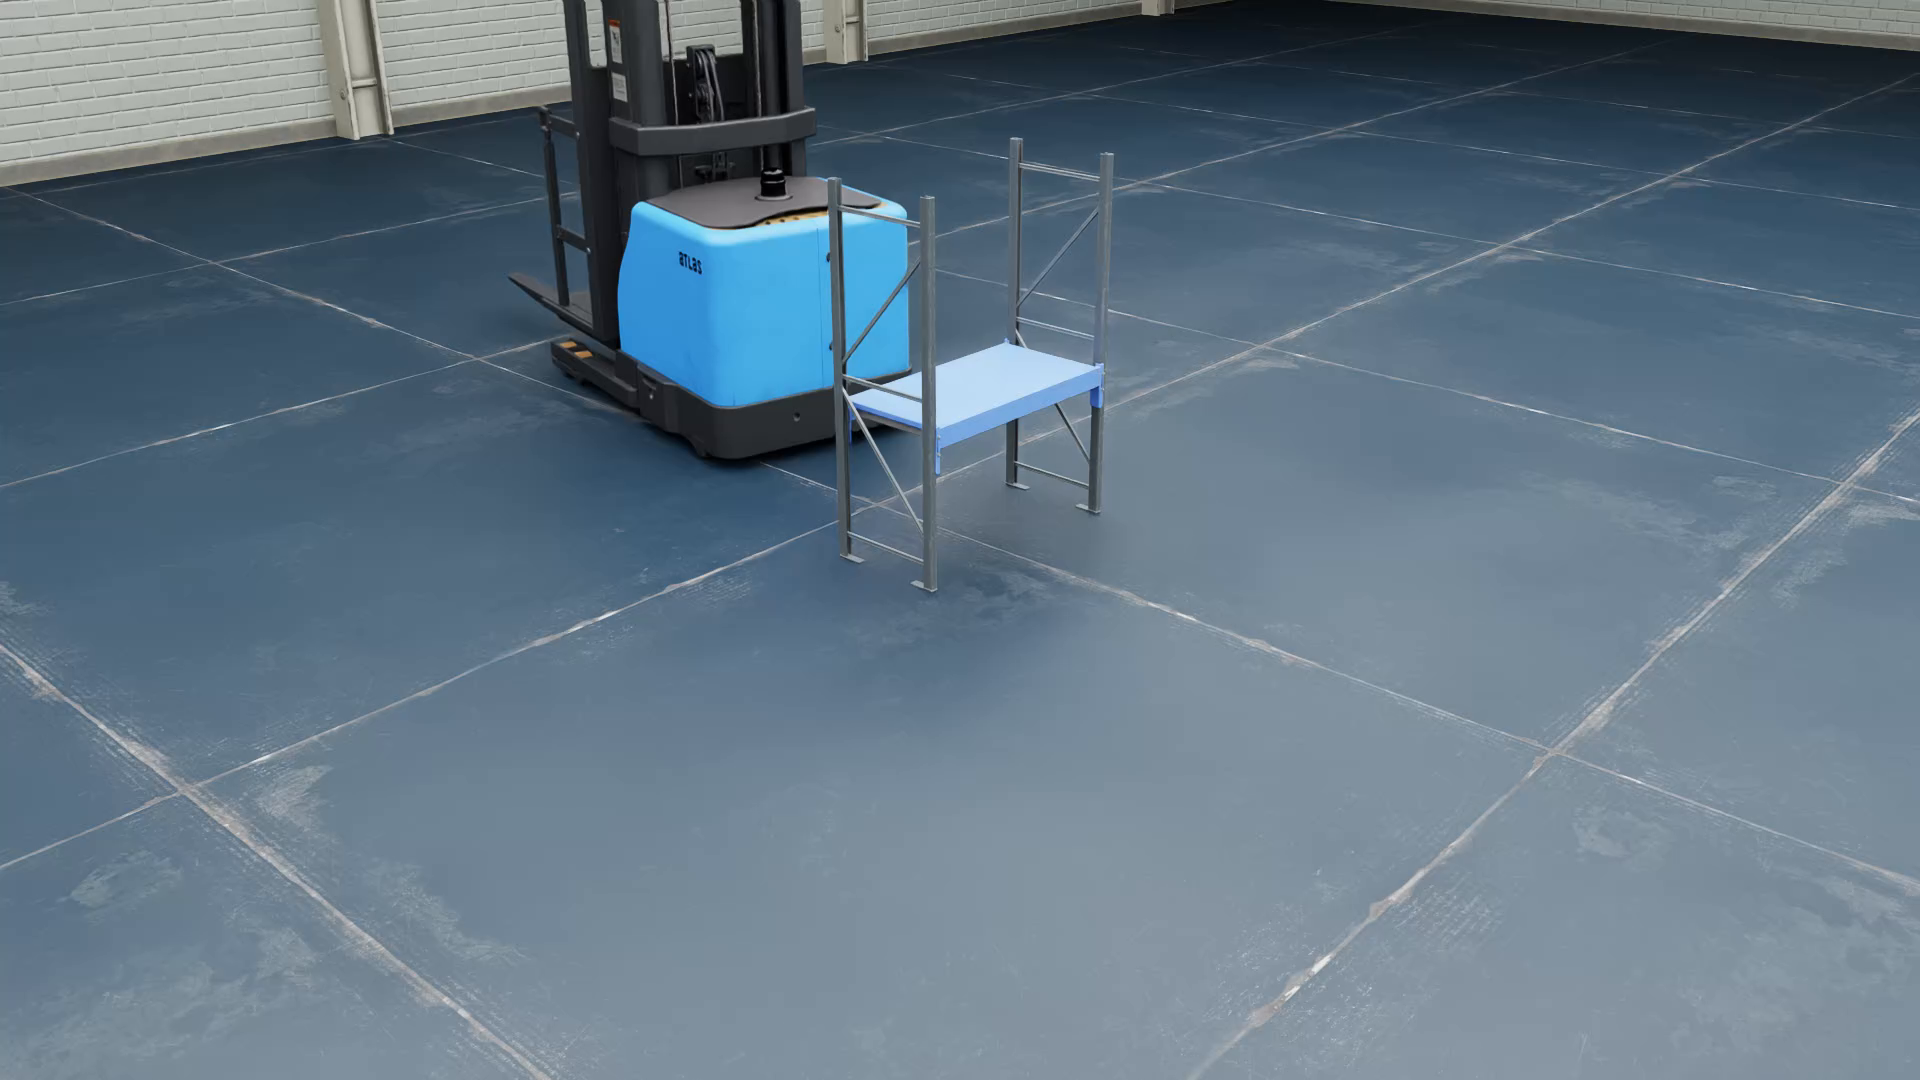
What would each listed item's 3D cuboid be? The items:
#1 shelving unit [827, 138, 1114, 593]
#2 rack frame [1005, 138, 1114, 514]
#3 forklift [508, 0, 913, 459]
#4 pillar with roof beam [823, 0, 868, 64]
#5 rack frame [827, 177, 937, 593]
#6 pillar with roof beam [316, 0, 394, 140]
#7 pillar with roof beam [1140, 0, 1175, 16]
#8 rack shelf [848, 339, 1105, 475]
[{"bbox_3d":[0.057,-0.710,6.501,0.538,1.500,1.048,20,31,38],"label":"shelving unit"},{"bbox_3d":[0.396,-0.865,6.847,0.500,1.500,0.032,20,31,38],"label":"rack frame"},{"bbox_3d":[-1.479,-2.244,8.172,1.130,2.935,3.031,-16,29,-32],"label":"forklift"},{"bbox_3d":[1.920,-8.367,14.413,9.100,9.000,0.400,20,31,38],"label":"pillar with roof beam"},{"bbox_3d":[-0.282,-0.555,6.156,0.500,1.500,0.032,20,31,38],"label":"rack frame"},{"bbox_3d":[-2.085,-6.539,10.336,9.100,9.000,0.400,20,31,38],"label":"pillar with roof beam"},{"bbox_3d":[5.924,-10.195,18.490,9.100,9.000,0.400,20,31,38],"label":"pillar with roof beam"},{"bbox_3d":[0.057,-0.546,6.575,0.538,0.185,1.000,20,31,38],"label":"rack shelf"}]
